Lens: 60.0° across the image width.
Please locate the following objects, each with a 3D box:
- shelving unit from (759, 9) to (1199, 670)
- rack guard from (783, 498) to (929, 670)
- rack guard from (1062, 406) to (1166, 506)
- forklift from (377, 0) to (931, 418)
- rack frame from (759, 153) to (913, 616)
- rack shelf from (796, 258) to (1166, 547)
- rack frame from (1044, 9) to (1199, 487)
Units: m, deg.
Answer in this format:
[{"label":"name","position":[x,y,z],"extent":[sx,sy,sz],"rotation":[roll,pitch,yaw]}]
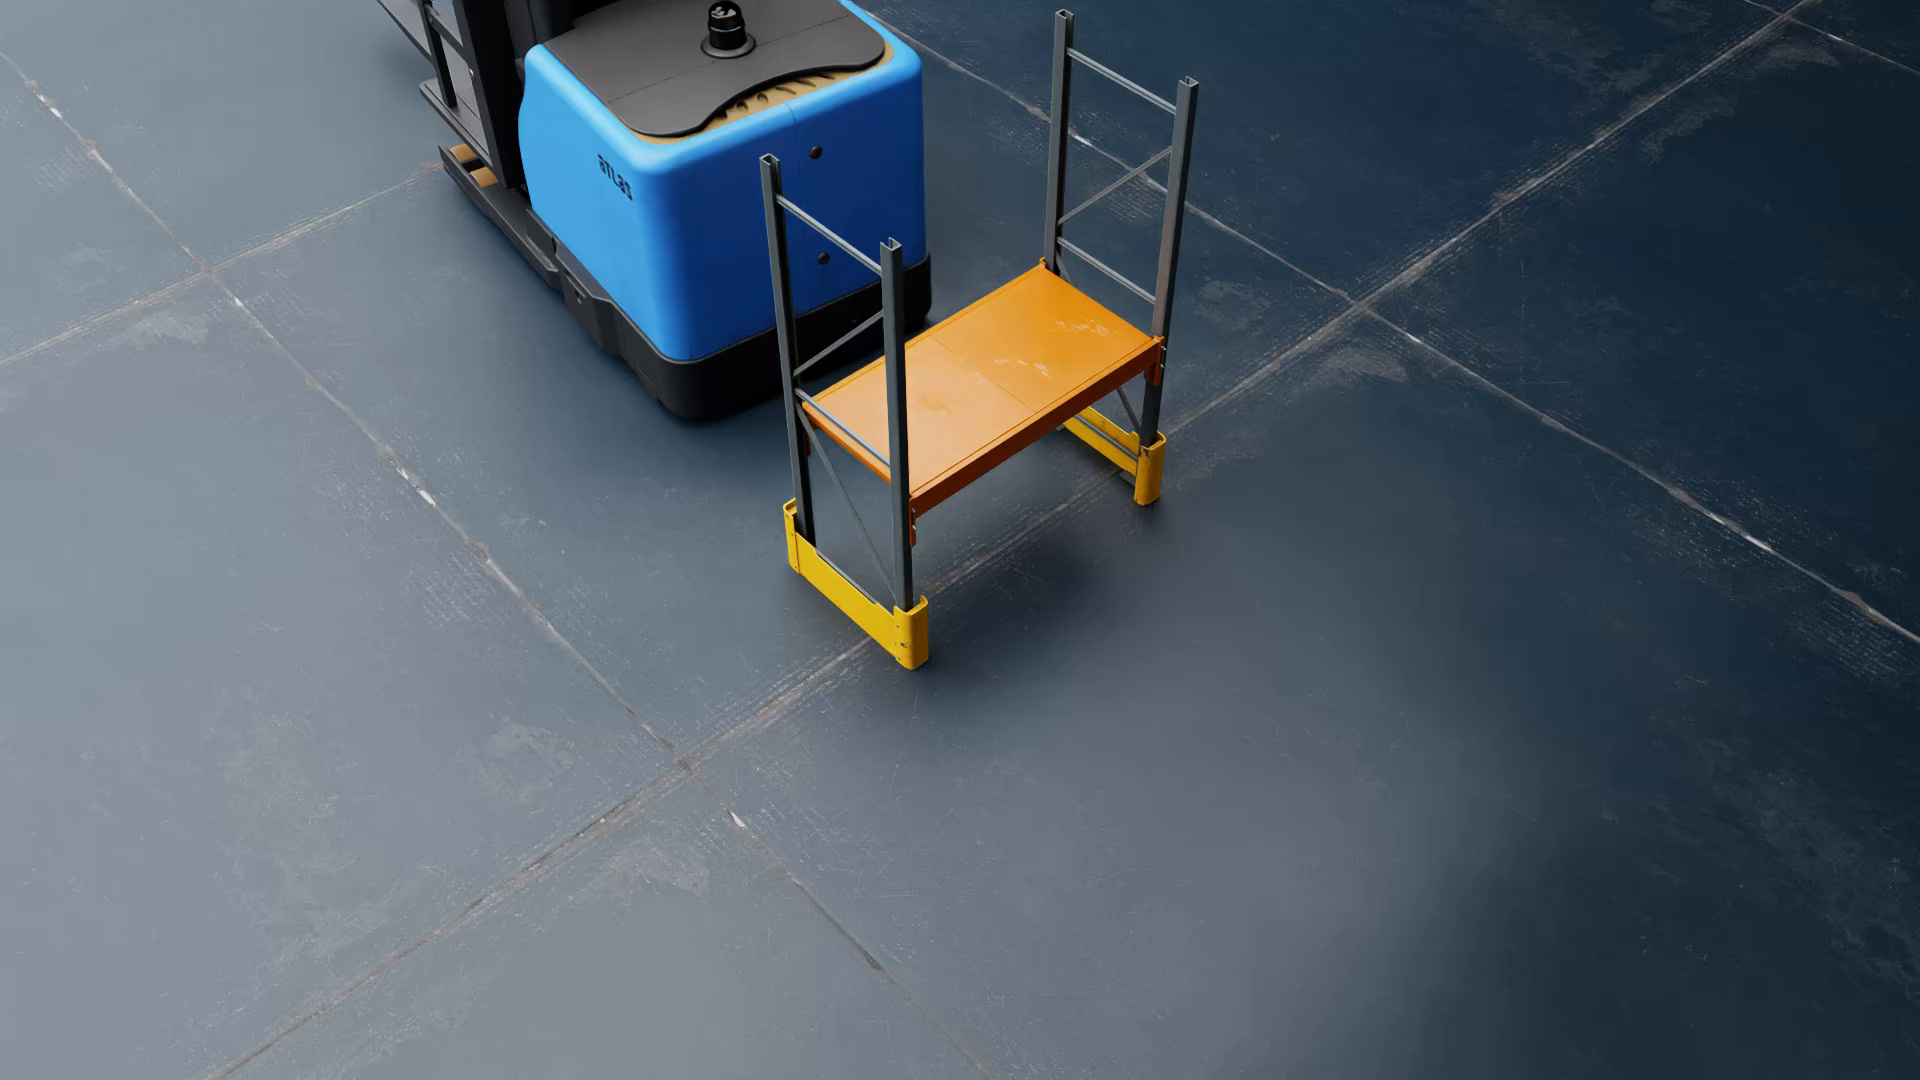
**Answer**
[{"label":"shelving unit","position":[0.056,-0.546,4.734],"extent":[1.083,1.500,0.587],"rotation":[-34,56,-27]},{"label":"rack guard","position":[-0.312,0.124,4.966],"extent":[0.087,0.250,0.587],"rotation":[-34,56,-27]},{"label":"rack guard","position":[0.425,-0.369,5.420],"extent":[0.087,0.250,0.587],"rotation":[-34,56,-27]},{"label":"forklift","position":[-1.366,-2.449,5.515],"extent":[1.130,2.935,3.031],"rotation":[-28,53,-23]},{"label":"rack frame","position":[-0.313,-0.299,4.506],"extent":[0.032,1.500,0.500],"rotation":[-34,56,-27]},{"label":"rack shelf","position":[0.063,-0.429,4.870],"extent":[1.000,0.185,0.538],"rotation":[-34,56,-27]},{"label":"rack frame","position":[0.439,-0.802,4.970],"extent":[0.032,1.500,0.500],"rotation":[-34,56,-27]}]
